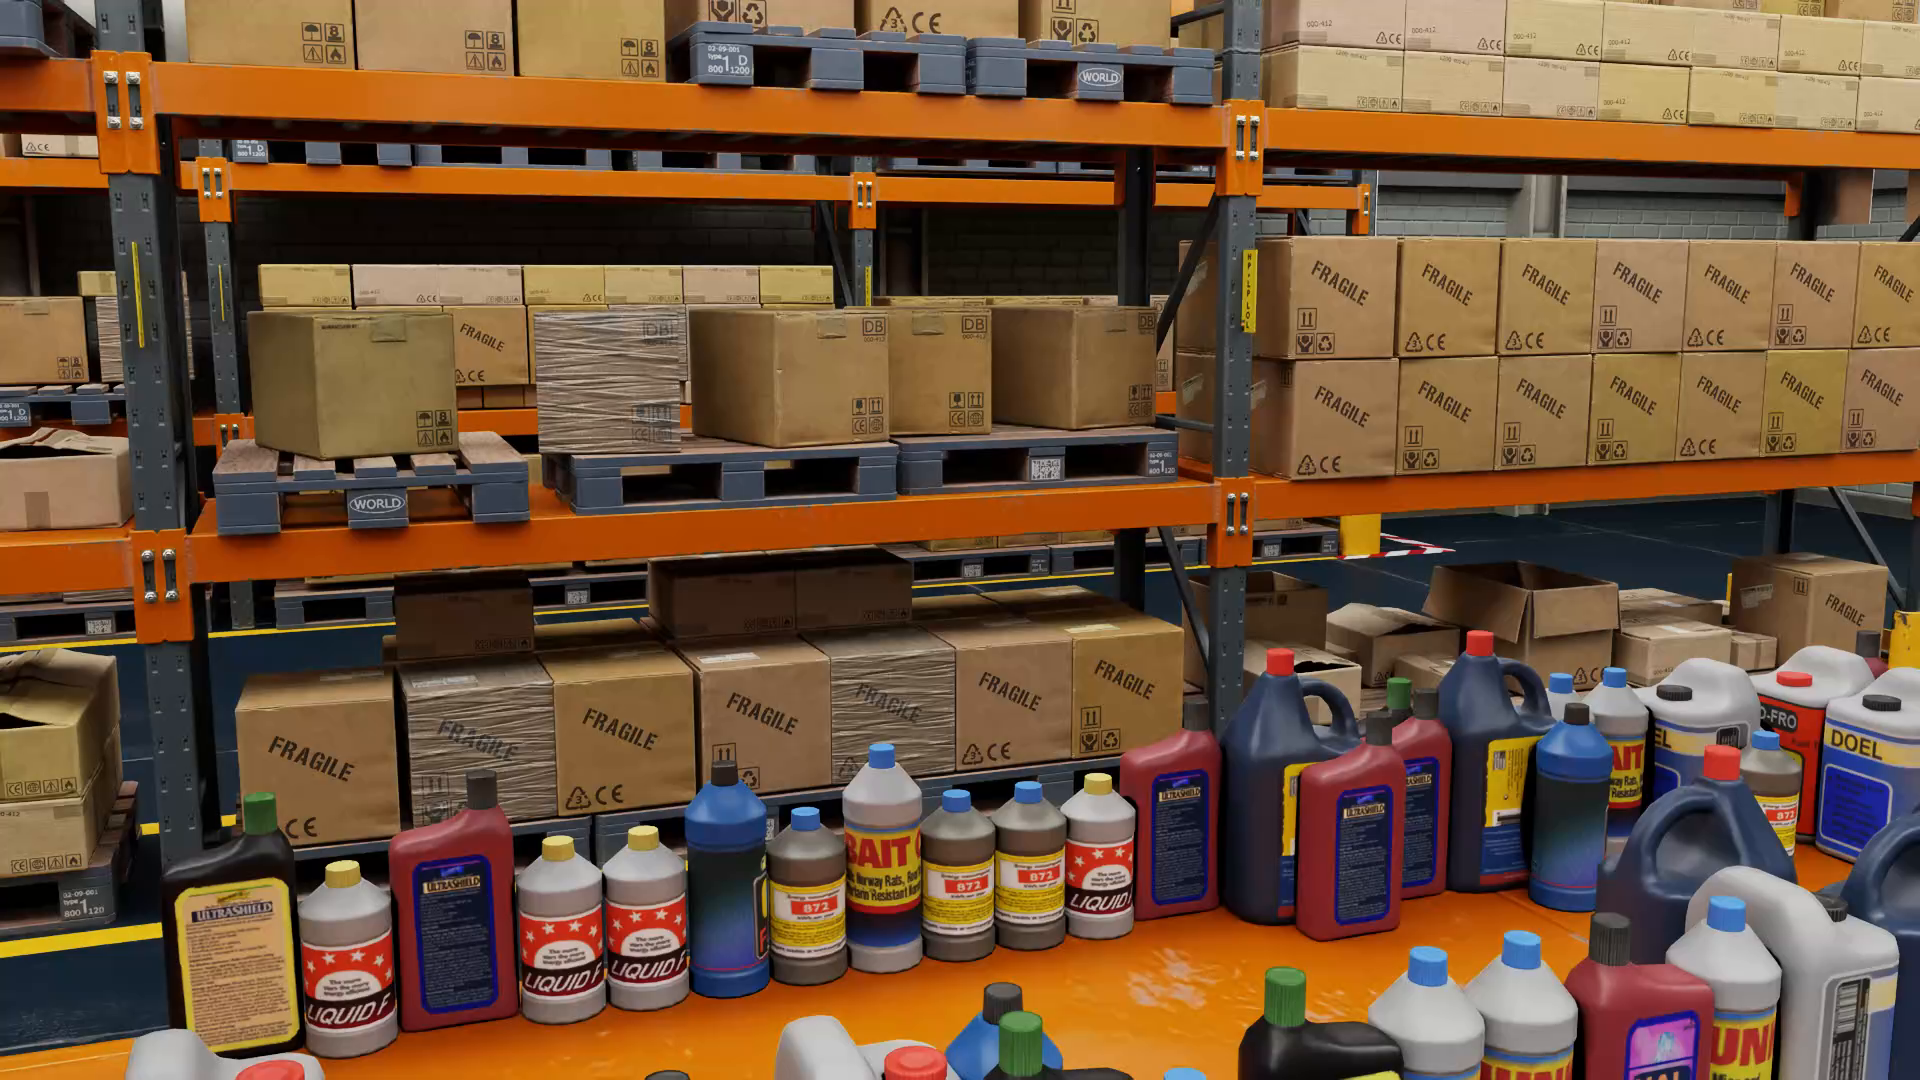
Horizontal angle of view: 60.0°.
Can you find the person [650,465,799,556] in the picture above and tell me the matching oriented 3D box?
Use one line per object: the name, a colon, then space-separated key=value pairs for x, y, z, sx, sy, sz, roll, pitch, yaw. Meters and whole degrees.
person: x=-1.209 y=0.148 z=8.538 sx=0.786 sy=1.205 sz=0.537 roll=-3 pitch=10 yaw=-21
